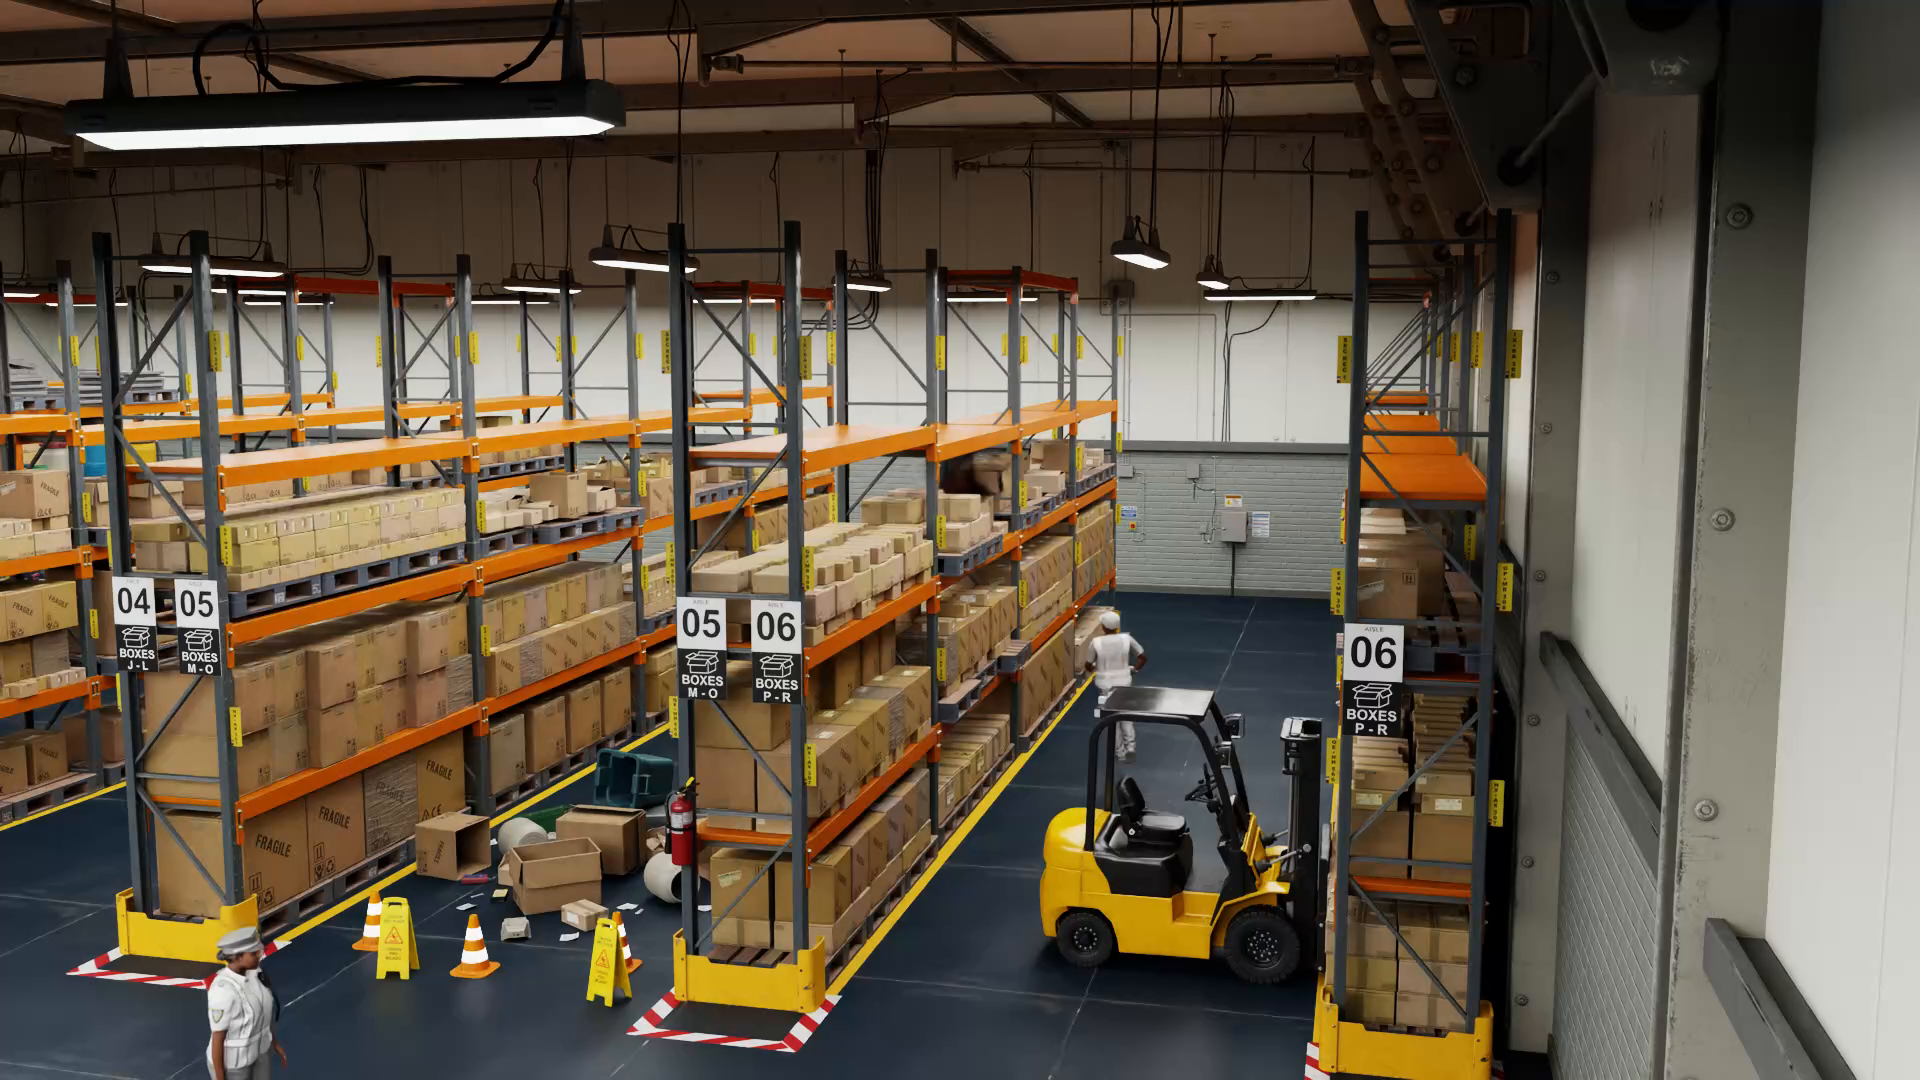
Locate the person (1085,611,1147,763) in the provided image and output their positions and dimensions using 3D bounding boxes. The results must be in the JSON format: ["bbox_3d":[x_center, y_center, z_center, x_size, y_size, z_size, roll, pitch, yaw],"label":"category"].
[{"bbox_3d":[1.779,1.715,19.279,0.711,1.847,0.525,0,7,-4],"label":"person"}]

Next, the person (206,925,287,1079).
[{"bbox_3d":[-4.307,3.130,9.975,0.369,1.685,0.476,1,7,11],"label":"person"}]
